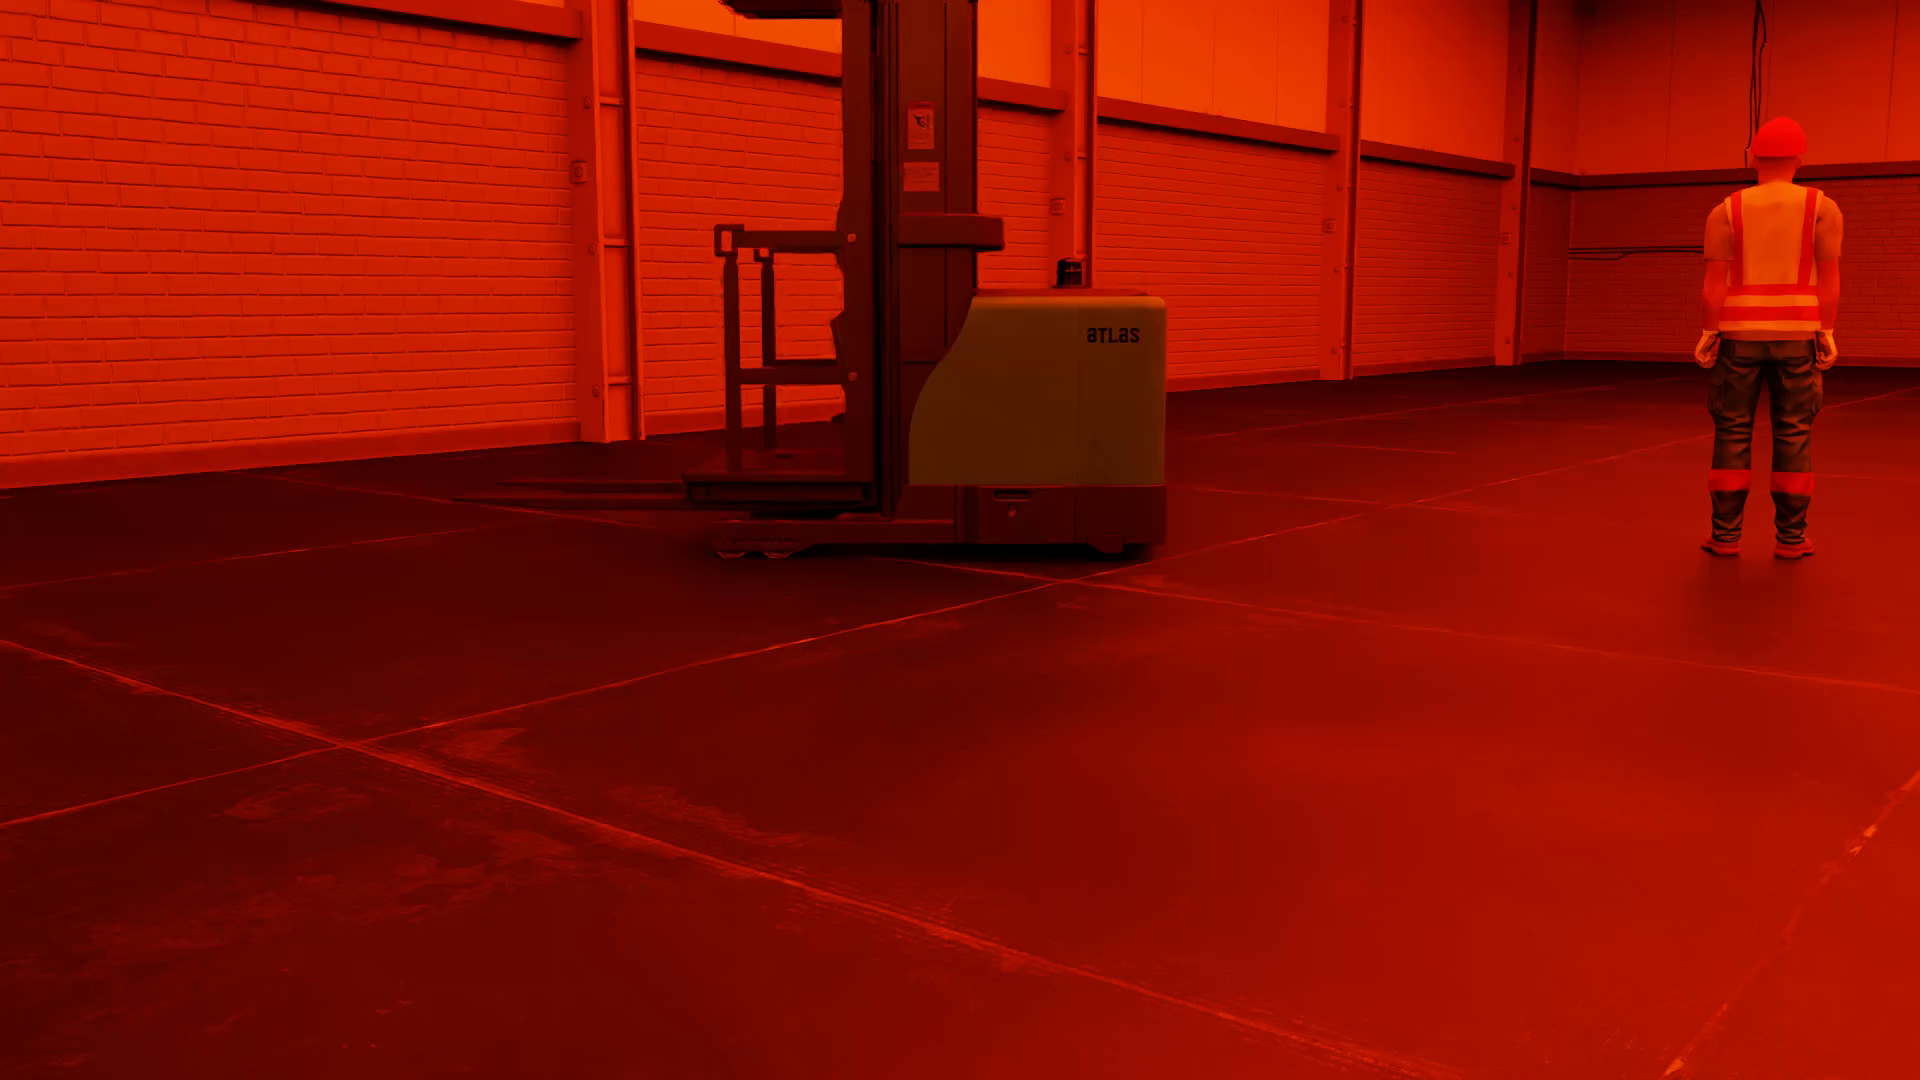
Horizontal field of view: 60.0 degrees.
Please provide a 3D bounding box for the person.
[{"bbox_3d":[3.338,-0.829,6.891,0.533,1.794,0.376,4,9,23],"label":"person"}]

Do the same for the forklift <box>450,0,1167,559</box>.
[{"bbox_3d":[-0.645,-1.446,7.166,3.031,2.935,1.130,0,8,2],"label":"forklift"}]
